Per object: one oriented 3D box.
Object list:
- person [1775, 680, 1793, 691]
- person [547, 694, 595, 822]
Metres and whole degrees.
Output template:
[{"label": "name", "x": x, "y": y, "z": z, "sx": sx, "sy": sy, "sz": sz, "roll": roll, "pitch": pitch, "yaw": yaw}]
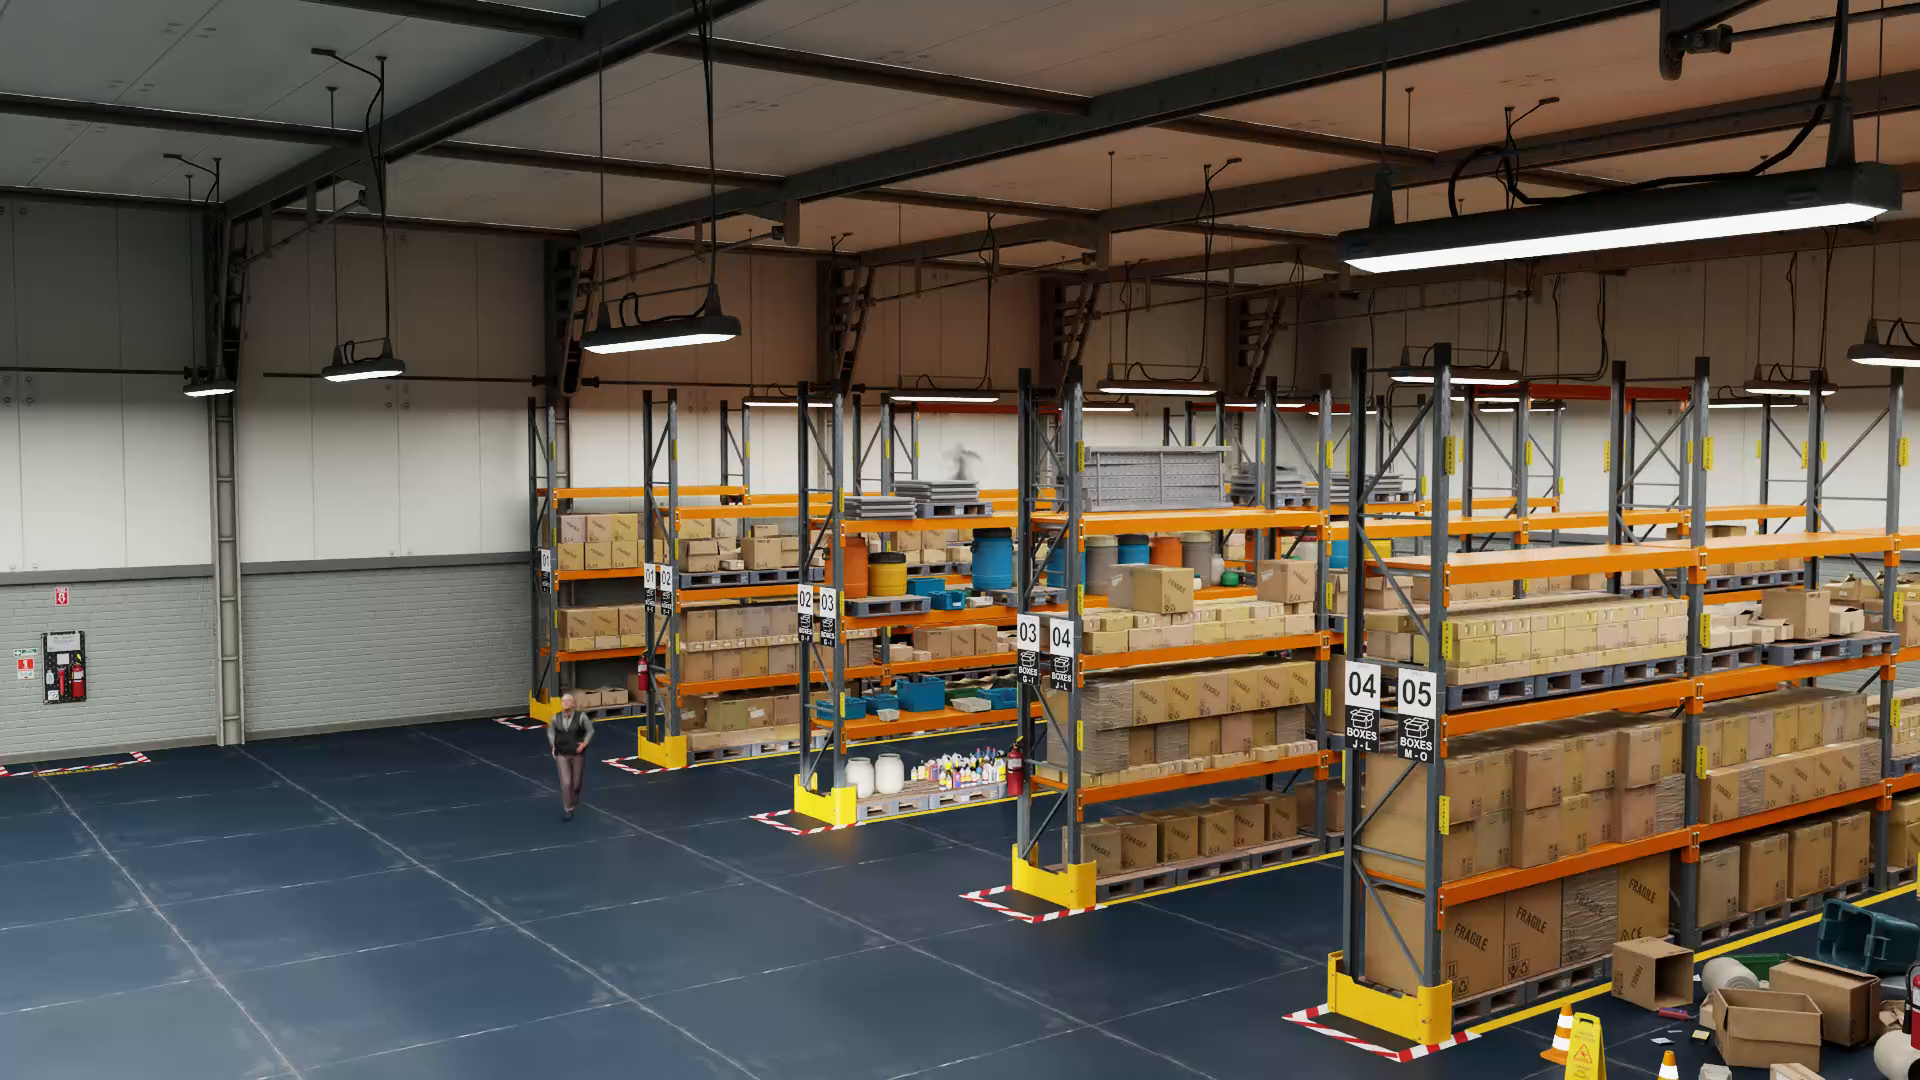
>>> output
[{"label": "person", "x": 12.189, "y": 2.867, "z": 24.784, "sx": 0.509, "sy": 1.676, "sz": 0.596, "roll": -3, "pitch": 4, "yaw": -37}, {"label": "person", "x": -5.365, "y": 2.974, "z": 22.912, "sx": 0.659, "sy": 1.708, "sz": 0.649, "roll": 0, "pitch": 3, "yaw": -5}]
